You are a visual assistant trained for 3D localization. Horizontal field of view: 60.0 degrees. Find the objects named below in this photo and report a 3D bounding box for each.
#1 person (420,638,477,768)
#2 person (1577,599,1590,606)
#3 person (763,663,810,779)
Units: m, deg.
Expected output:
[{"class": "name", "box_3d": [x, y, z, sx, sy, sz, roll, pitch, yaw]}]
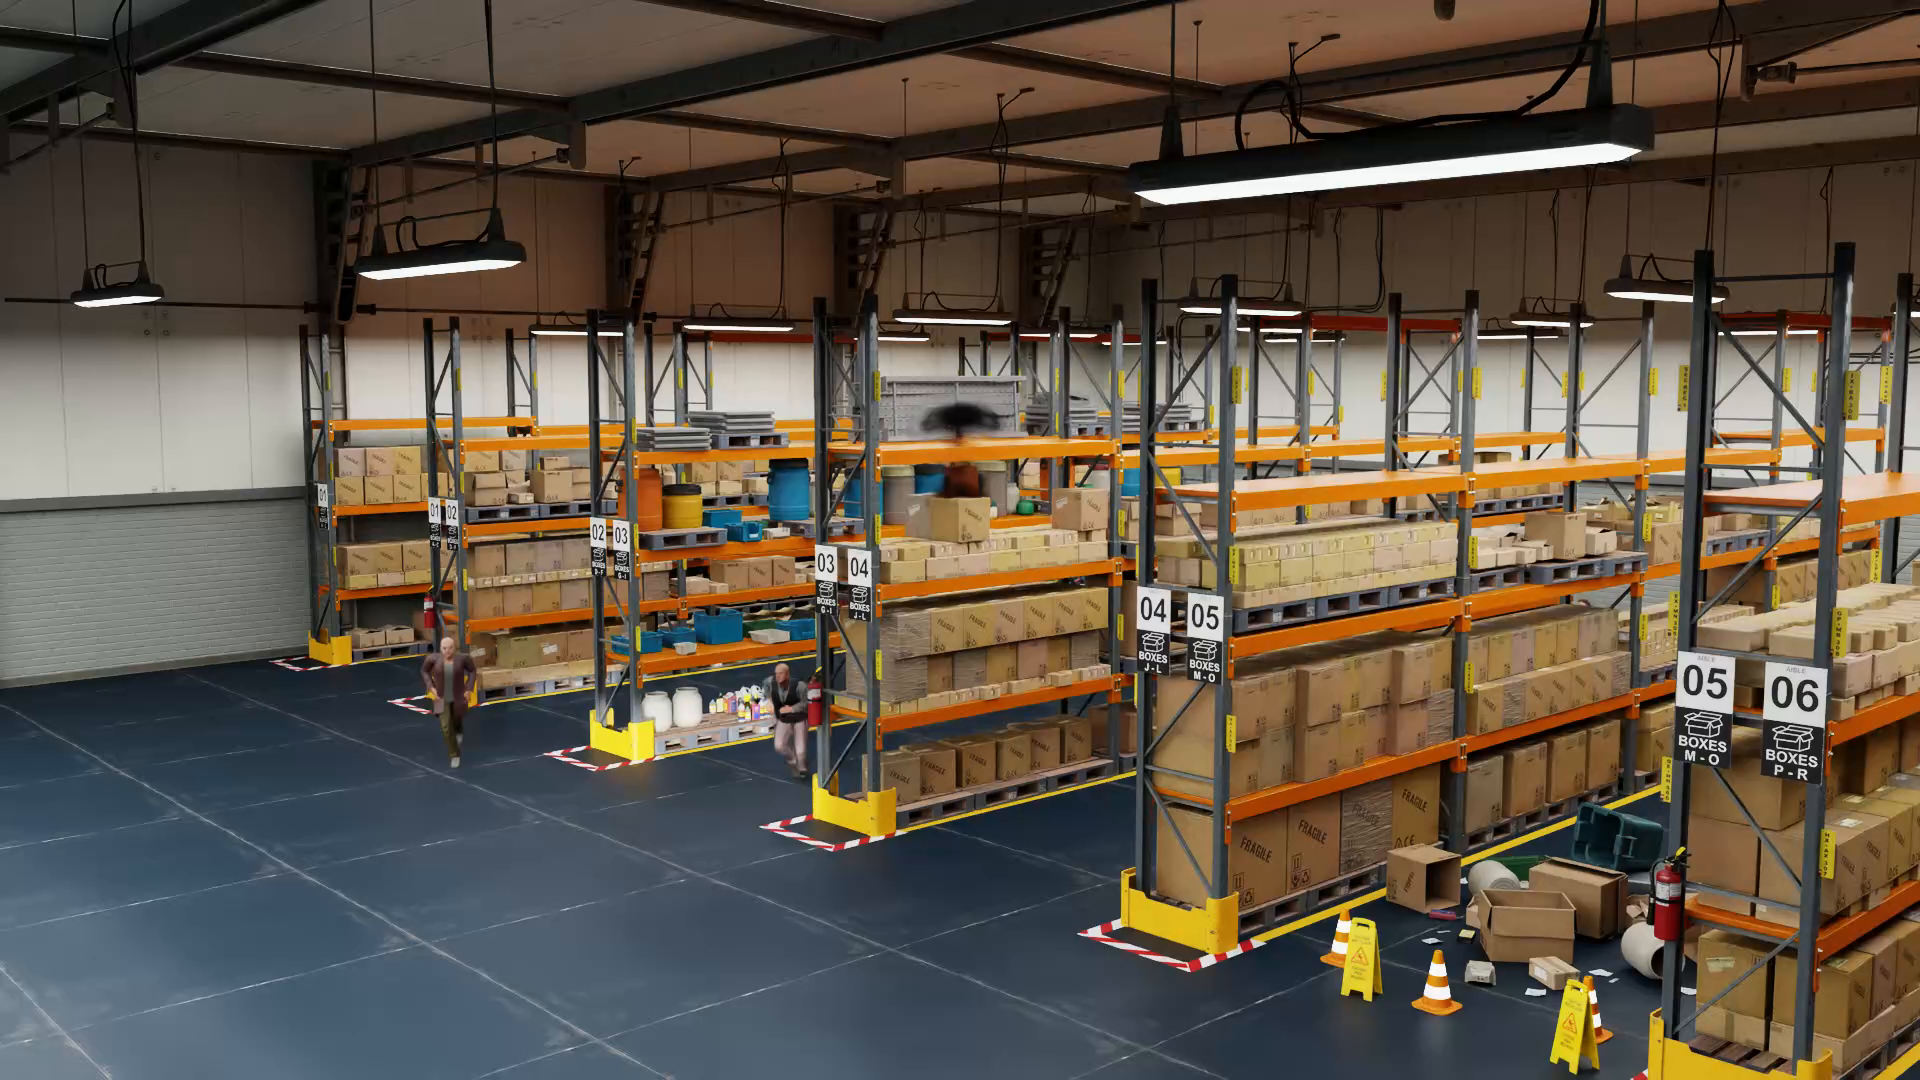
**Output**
[{"class": "person", "box_3d": [-6.769, 2.106, 22.112, 0.713, 1.735, 0.926, -1, 6, -8]}, {"class": "person", "box_3d": [9.658, 1.731, 25.861, 0.579, 1.648, 0.617, 5, 8, 42]}, {"class": "person", "box_3d": [-2.174, 2.278, 20.863, 0.695, 1.559, 0.902, 2, 6, 19]}]
